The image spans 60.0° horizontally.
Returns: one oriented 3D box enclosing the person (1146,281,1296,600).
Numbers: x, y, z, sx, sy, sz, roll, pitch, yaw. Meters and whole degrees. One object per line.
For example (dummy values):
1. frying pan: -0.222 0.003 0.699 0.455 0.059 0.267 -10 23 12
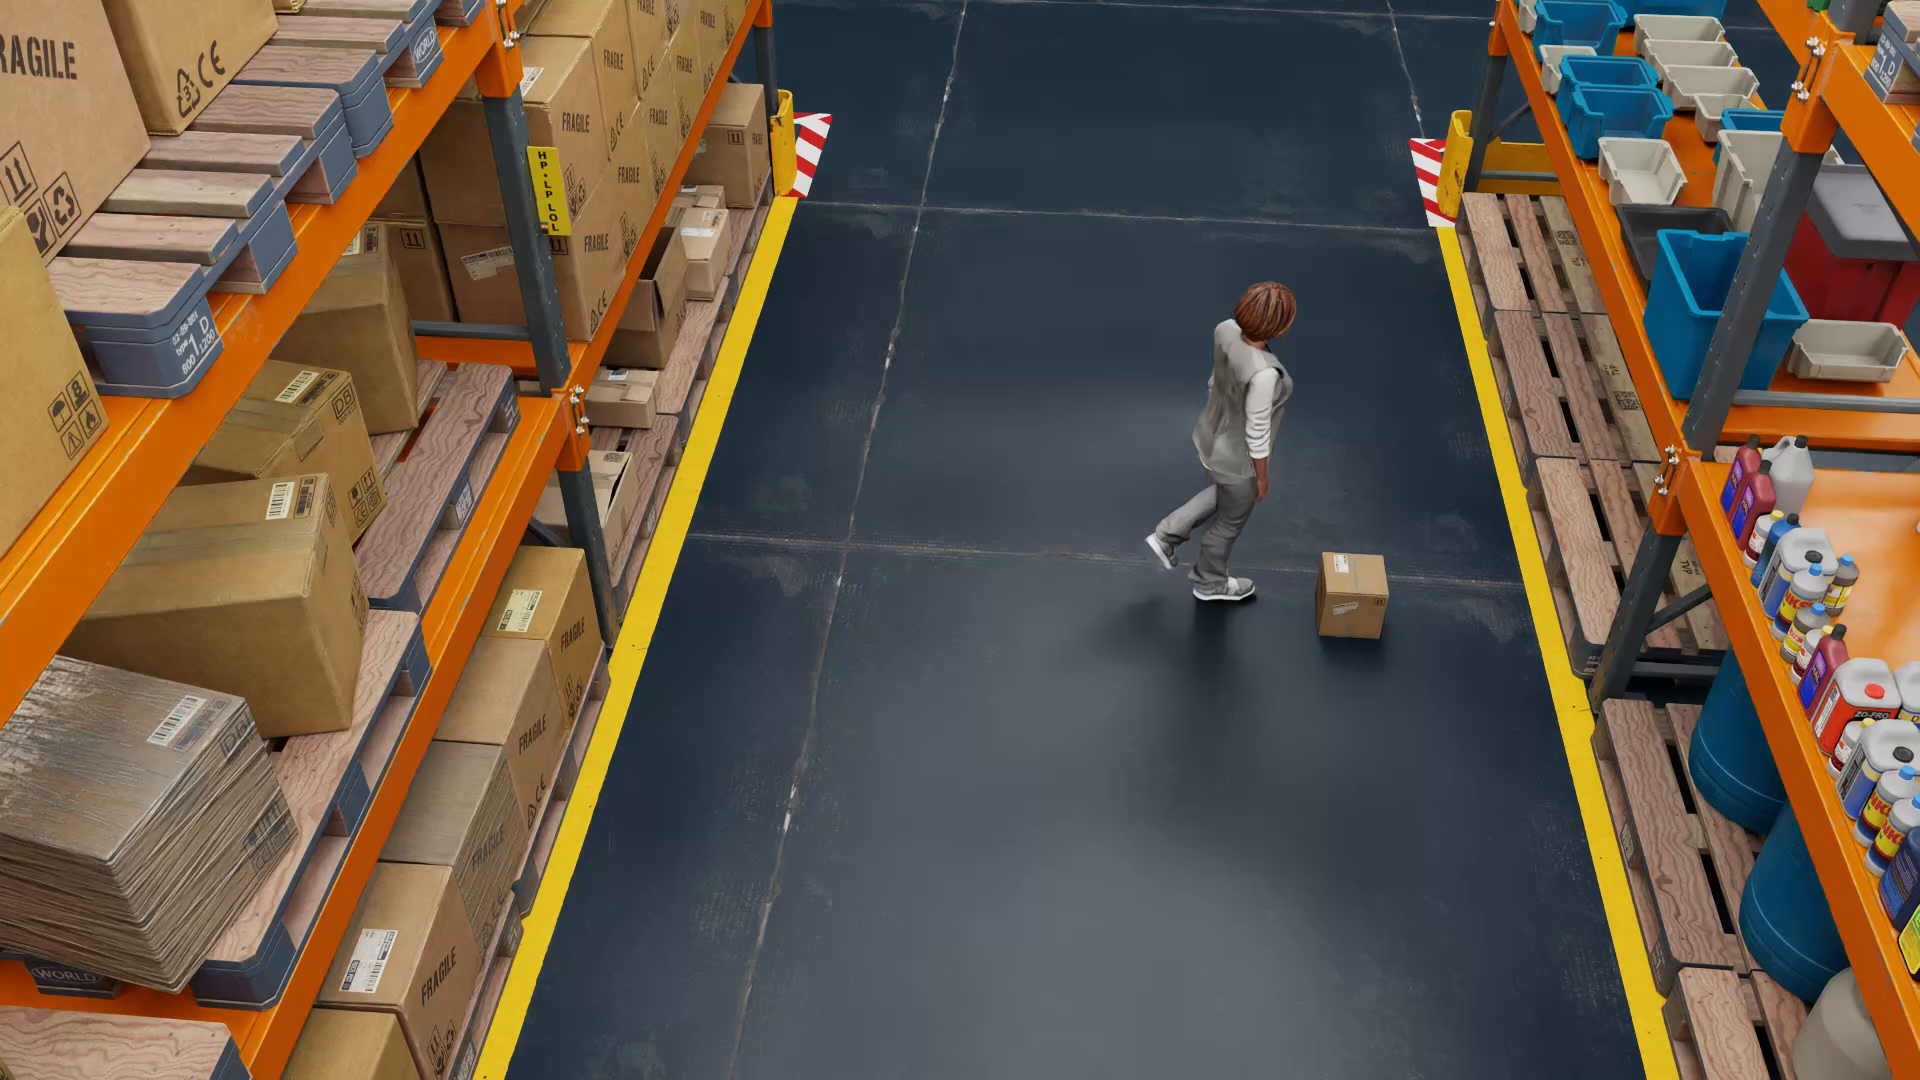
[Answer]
1. person: 1.040 -0.335 6.530 0.464 1.596 0.464 -9 41 -10
